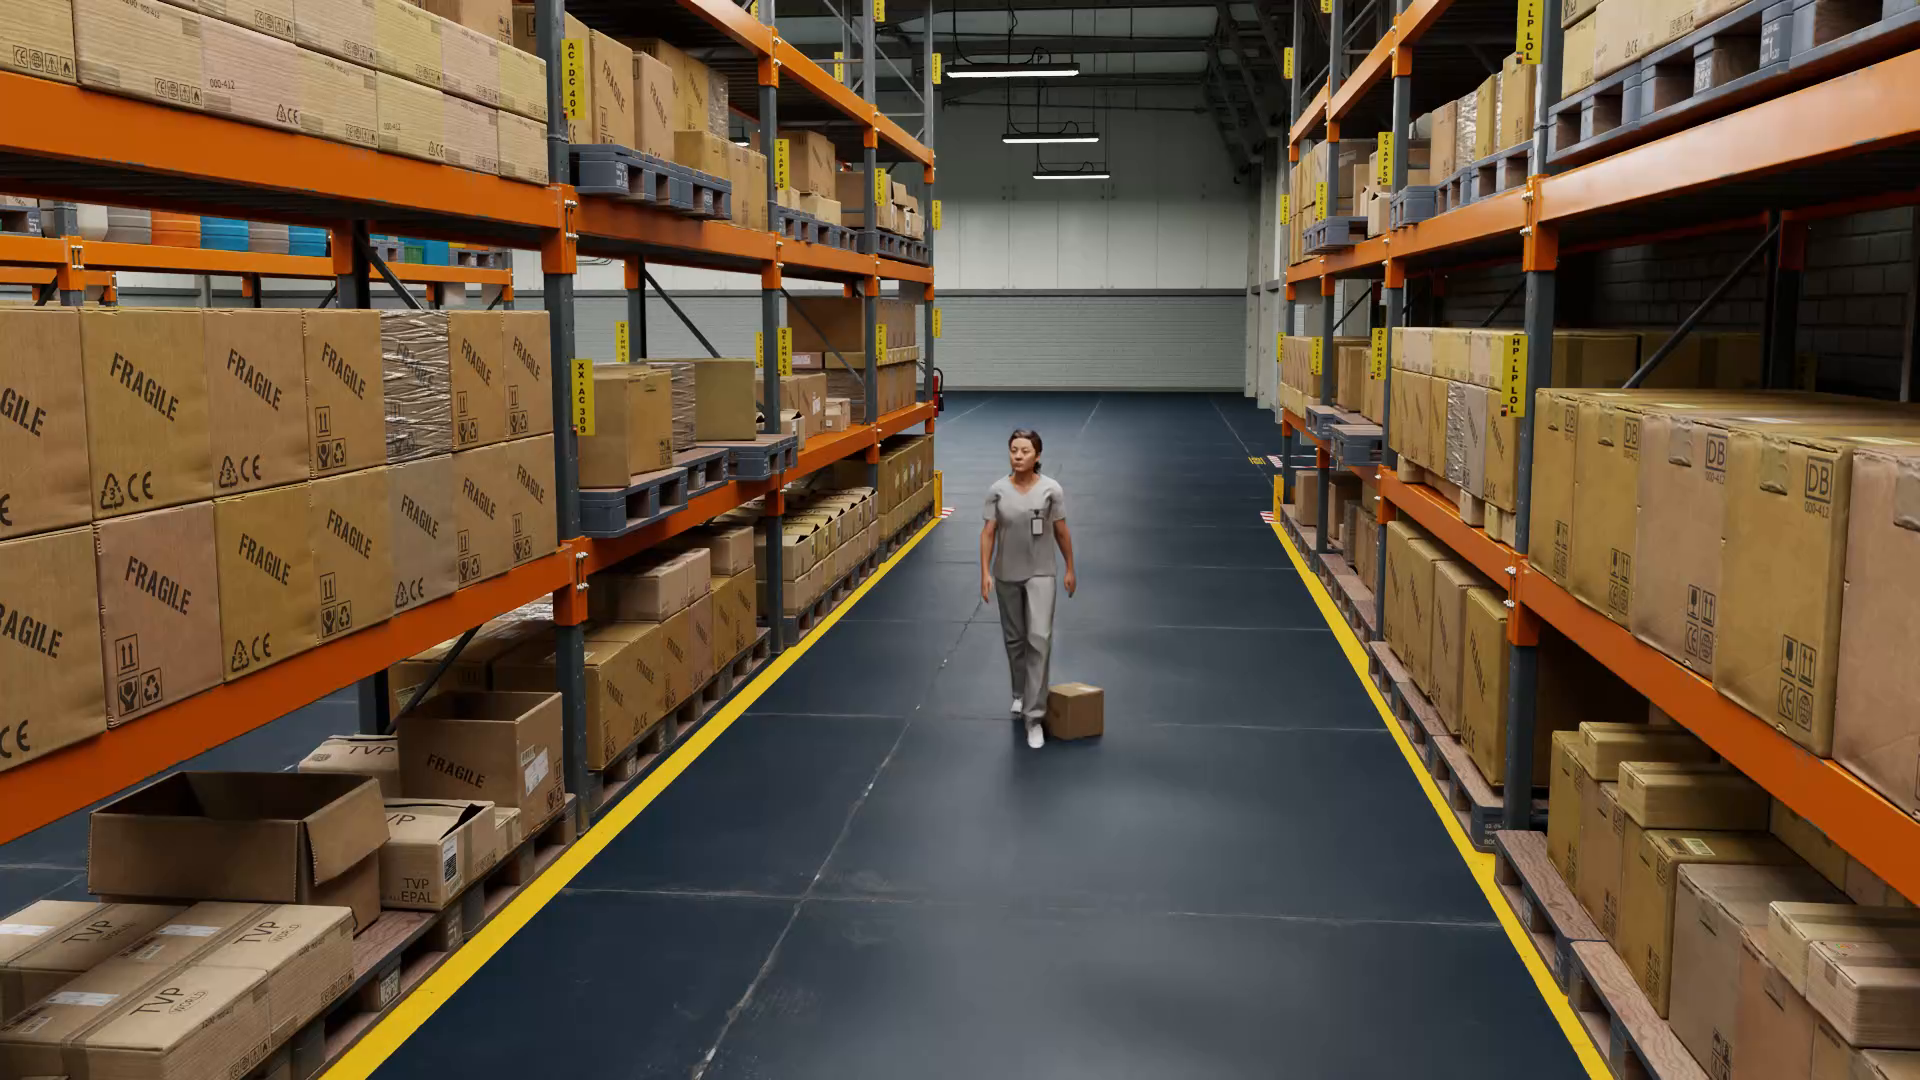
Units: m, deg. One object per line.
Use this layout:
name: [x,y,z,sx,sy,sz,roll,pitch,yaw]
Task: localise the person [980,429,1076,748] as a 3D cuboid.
person: [0.363,0.238,9.160,0.497,1.702,0.804,2,8,13]
